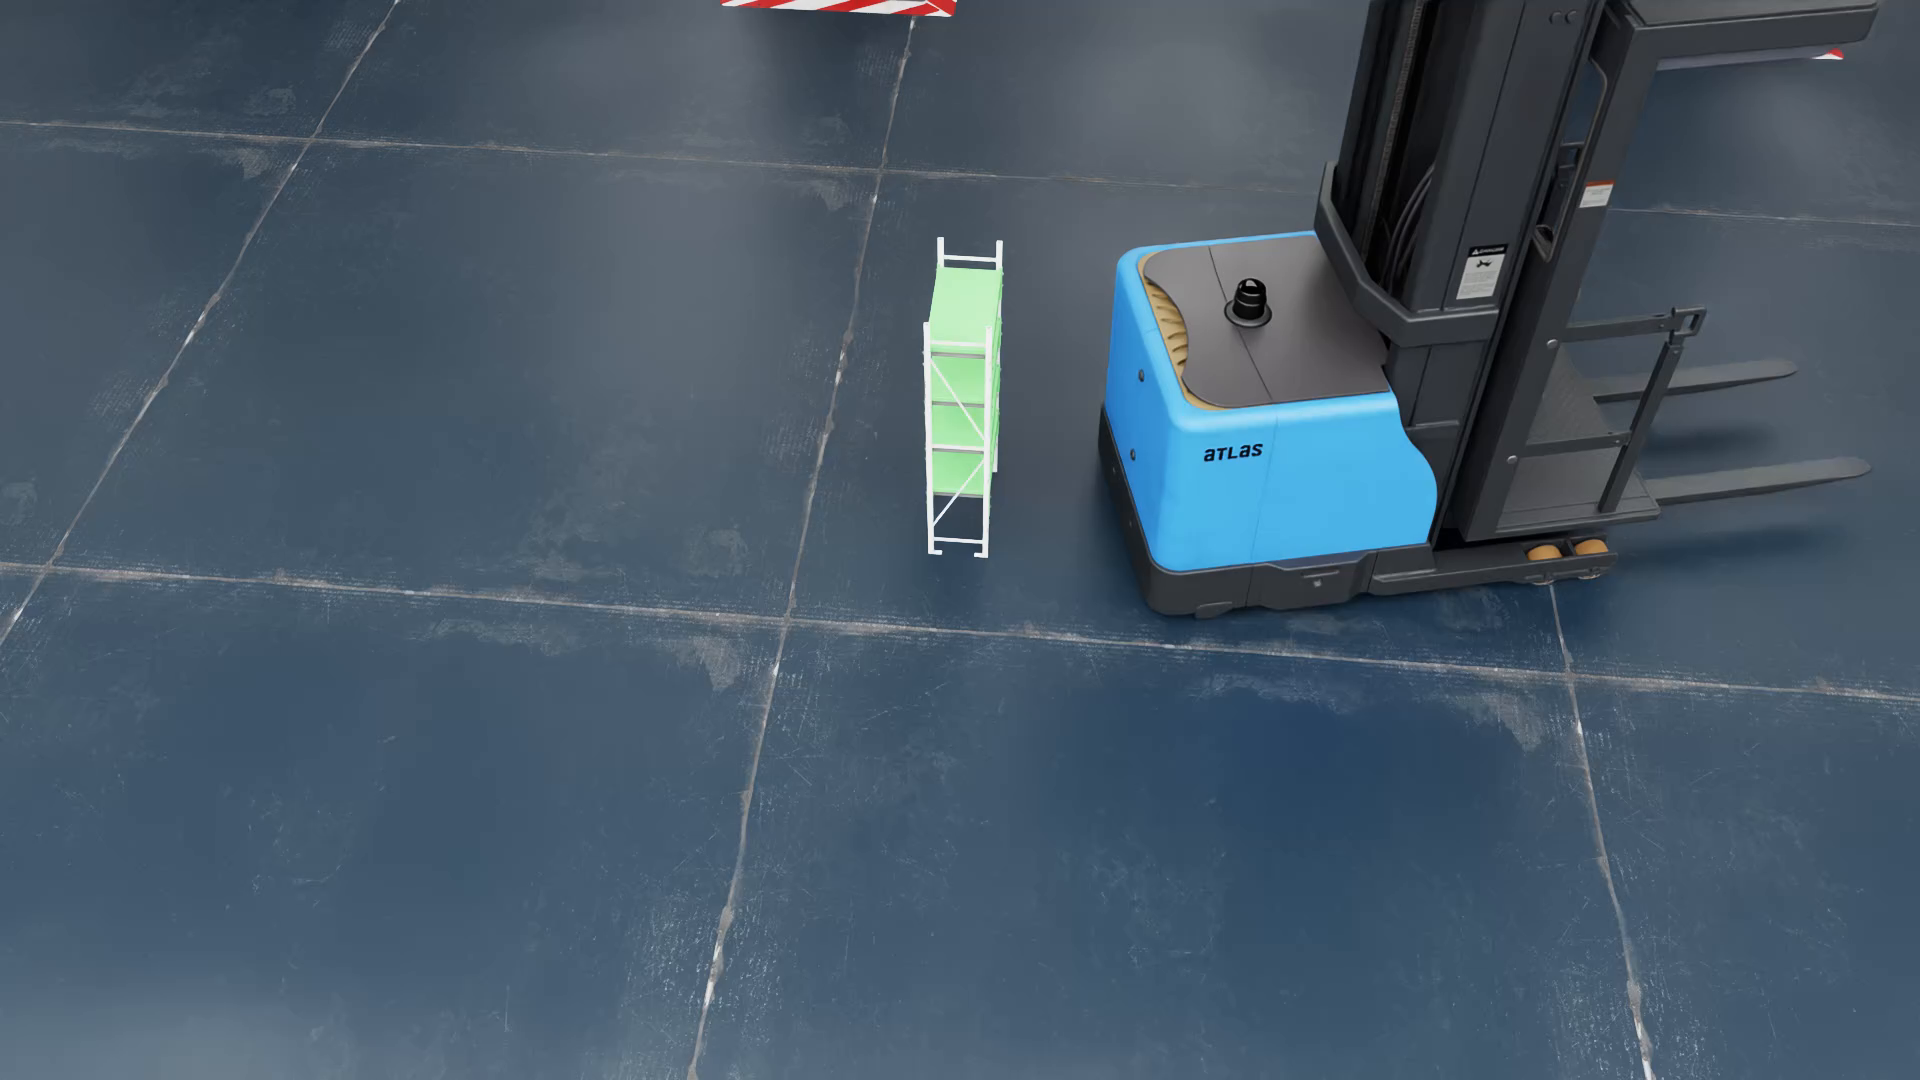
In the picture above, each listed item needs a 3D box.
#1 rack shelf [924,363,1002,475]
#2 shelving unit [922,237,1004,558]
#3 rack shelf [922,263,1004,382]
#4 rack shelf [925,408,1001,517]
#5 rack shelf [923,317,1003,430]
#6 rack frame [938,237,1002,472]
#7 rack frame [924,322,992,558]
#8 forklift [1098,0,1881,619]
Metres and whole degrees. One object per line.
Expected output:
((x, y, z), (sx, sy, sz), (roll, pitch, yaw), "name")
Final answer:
((0.015, -0.483, 6.492), (0.258, 0.148, 0.480), (4, 48, 4), "rack shelf")
((0.015, -0.527, 6.444), (0.258, 1.200, 0.503), (4, 48, 4), "shelving unit")
((0.015, -0.807, 6.137), (0.258, 0.148, 0.480), (4, 48, 4), "rack shelf")
((0.015, -0.321, 6.669), (0.258, 0.148, 0.480), (4, 48, 4), "rack shelf")
((0.015, -0.645, 6.314), (0.258, 0.148, 0.480), (4, 48, 4), "rack shelf")
((0.037, -0.706, 6.608), (0.240, 1.200, 0.015), (4, 48, 4), "rack frame")
((-0.007, -0.347, 6.280), (0.240, 1.200, 0.015), (4, 48, 4), "rack frame")
((2.146, -1.192, 5.880), (3.031, 2.935, 1.130), (-7, 48, -6), "forklift")
